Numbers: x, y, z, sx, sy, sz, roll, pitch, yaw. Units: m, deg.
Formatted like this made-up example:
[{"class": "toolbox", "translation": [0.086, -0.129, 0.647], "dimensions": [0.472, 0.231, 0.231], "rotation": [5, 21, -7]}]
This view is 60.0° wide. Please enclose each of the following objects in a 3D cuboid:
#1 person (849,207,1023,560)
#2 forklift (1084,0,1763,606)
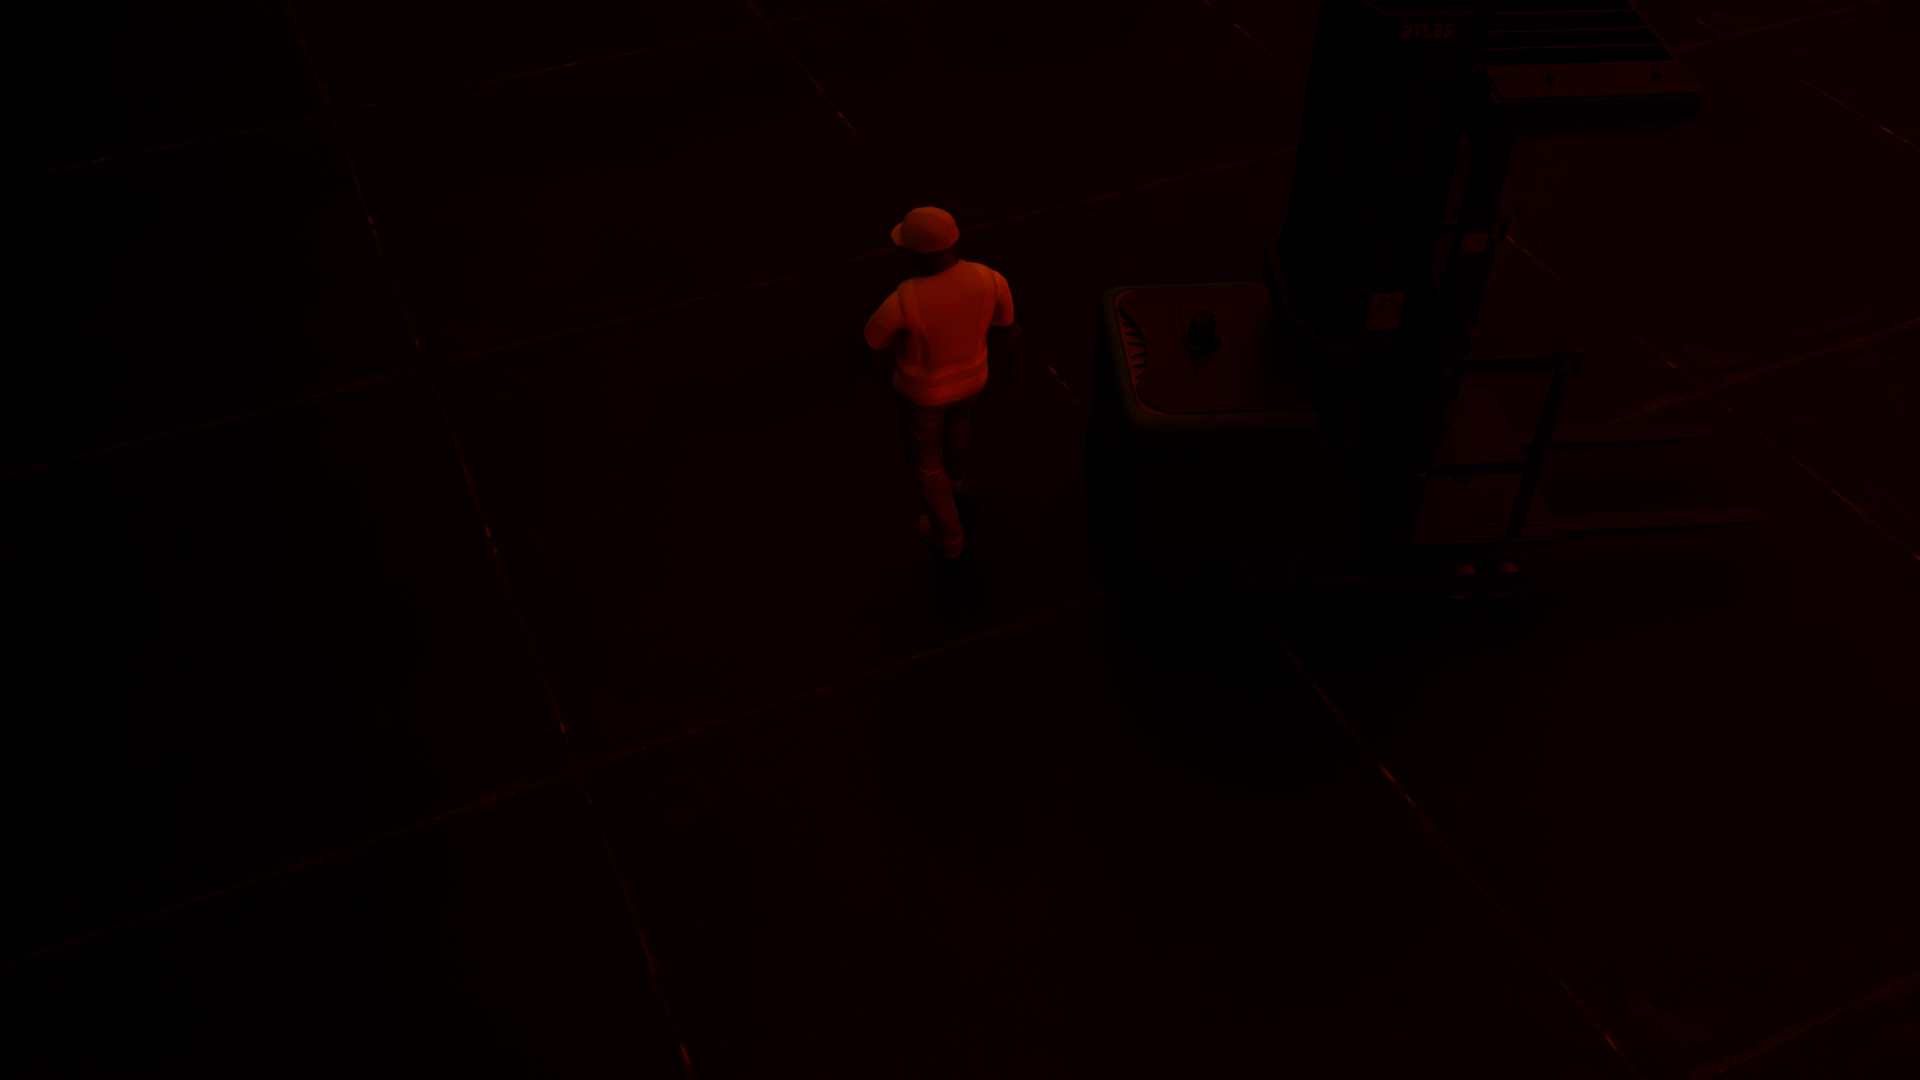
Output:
[{"class": "person", "translation": [-0.111, -0.765, 7.388], "dimensions": [0.708, 1.740, 0.702], "rotation": [-21, 47, -21]}, {"class": "forklift", "translation": [2.145, -1.164, 6.928], "dimensions": [3.031, 2.935, 1.130], "rotation": [-2, 43, -3]}]
